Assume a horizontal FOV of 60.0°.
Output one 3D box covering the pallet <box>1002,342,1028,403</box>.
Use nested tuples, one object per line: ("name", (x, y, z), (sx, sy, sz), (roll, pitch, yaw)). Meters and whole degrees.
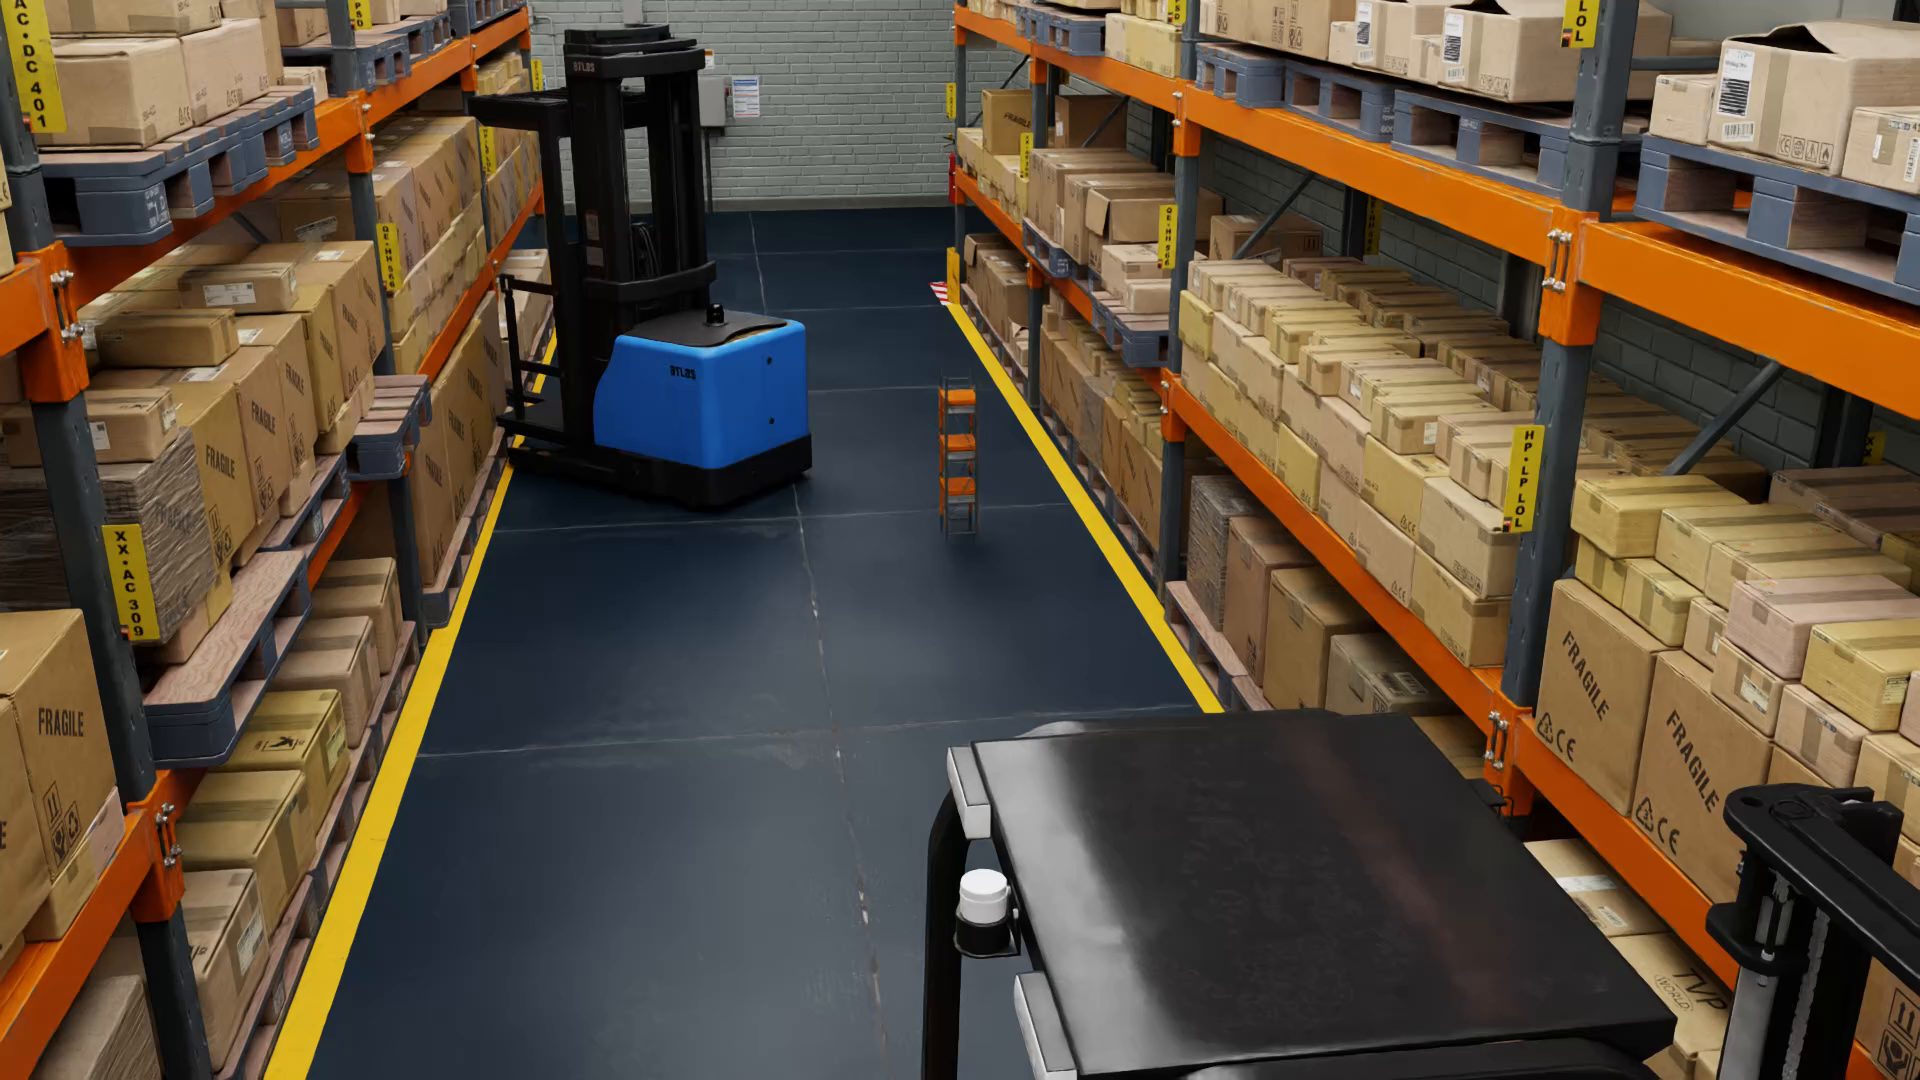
("pallet", (0.934, -1.404, 13.673), (1.003, 0.211, 1.213), (-3, 21, -8))

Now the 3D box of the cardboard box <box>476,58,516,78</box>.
("cardboard box", (-4.030, -4.050, 14.272), (0.380, 0.149, 0.250), (-2, 21, -7))

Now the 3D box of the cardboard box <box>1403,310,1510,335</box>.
("cardboard box", (2.165, -0.900, 7.269), (0.380, 0.149, 0.250), (-3, 21, -9))

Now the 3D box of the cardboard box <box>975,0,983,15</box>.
("cardboard box", (0.334, -4.662, 14.483), (0.380, 0.149, 0.250), (-3, 21, -8))

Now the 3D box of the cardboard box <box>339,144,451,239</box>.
("cardboard box", (-3.342, -2.060, 9.873), (0.500, 0.500, 0.500), (-3, 21, -7))

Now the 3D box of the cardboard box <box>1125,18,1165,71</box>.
("cardboard box", (1.221, -2.762, 9.251), (0.500, 0.250, 0.500), (-3, 21, -8))

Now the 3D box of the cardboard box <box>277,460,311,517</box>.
("cardboard box", (-2.654, -0.190, 6.196), (0.380, 0.149, 0.250), (-2, 21, -6))

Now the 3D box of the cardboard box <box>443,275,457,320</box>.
("cardboard box", (-3.360, -1.477, 10.099), (0.500, 0.250, 0.500), (-3, 21, -8))

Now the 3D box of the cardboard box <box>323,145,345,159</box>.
("cardboard box", (-3.849, -2.042, 9.824), (0.500, 0.500, 0.500), (-3, 21, -9))

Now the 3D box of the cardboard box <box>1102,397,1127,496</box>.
("cardboard box", (1.195, -0.604, 10.518), (0.500, 0.500, 0.500), (-2, 21, -5))

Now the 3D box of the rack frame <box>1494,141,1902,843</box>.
("rack frame", (2.185, 0.297, 5.133), (1.000, 3.000, 0.127), (-3, 21, -8))

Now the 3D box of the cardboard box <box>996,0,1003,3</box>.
("cardboard box", (0.567, -4.458, 13.368), (0.500, 0.250, 0.500), (-2, 21, -7))

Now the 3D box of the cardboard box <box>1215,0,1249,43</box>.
("cardboard box", (1.472, -2.520, 7.503), (0.500, 0.500, 0.500), (-3, 21, -7))

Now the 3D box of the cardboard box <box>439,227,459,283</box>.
("cardboard box", (-3.325, -1.716, 10.024), (0.500, 0.250, 0.500), (-3, 21, -7))

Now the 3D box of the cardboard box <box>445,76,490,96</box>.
("cardboard box", (-3.775, -3.426, 12.602), (0.380, 0.149, 0.250), (-3, 21, -8))

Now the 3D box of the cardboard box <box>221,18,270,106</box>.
("cardboard box", (-2.582, -1.554, 5.416), (0.500, 0.250, 0.500), (-3, 21, -8))

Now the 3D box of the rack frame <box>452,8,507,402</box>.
("rack frame", (-3.879, -2.221, 11.875), (1.000, 3.000, 0.127), (-3, 21, -8))

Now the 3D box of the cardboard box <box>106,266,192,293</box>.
("cardboard box", (-3.385, -0.871, 7.093), (0.500, 0.500, 0.500), (-2, 21, -5))

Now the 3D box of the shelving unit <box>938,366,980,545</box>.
("shelving unit", (-0.008, -0.510, 10.082), (0.215, 1.050, 0.252), (-3, 21, -8))

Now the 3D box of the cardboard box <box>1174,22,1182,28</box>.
("cardboard box", (1.319, -2.720, 8.568), (0.380, 0.149, 0.250), (-2, 21, -7))

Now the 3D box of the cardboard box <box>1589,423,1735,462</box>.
("cardboard box", (2.360, -0.281, 5.612), (0.380, 0.149, 0.250), (-4, 21, -10))

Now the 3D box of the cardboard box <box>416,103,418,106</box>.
("cardboard box", (-4.286, -3.062, 12.554), (0.500, 0.500, 0.500), (-3, 21, -9))

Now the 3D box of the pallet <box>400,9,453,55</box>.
("pallet", (-3.698, -3.221, 10.540), (0.805, 0.209, 1.217), (-4, 21, -10))

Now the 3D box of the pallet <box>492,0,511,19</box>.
("pallet", (-4.160, -4.290, 13.254), (1.003, 0.211, 1.213), (-3, 21, -8))

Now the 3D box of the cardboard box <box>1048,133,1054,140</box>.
("cardboard box", (0.857, -3.602, 15.362), (0.500, 0.250, 0.500), (-3, 21, -8))

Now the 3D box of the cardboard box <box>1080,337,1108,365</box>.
("cardboard box", (1.037, -1.301, 11.459), (0.380, 0.149, 0.250), (-3, 21, -8))

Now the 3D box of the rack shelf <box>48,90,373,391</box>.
("rack shelf", (-3.015, -1.212, 5.914), (1.077, 0.370, 4.000), (-3, 21, -8))

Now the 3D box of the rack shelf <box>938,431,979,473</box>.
("rack shelf", (-0.008, -0.500, 10.086), (0.215, 0.259, 0.240), (-3, 21, -8))

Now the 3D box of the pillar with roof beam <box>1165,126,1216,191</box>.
("pillar with roof beam", (-2.437, -5.352, 11.685), (9.100, 9.000, 0.400), (-3, 21, -8))

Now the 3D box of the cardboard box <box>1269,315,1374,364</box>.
("cardboard box", (1.559, -0.867, 7.179), (0.380, 0.149, 0.250), (-2, 21, -7))

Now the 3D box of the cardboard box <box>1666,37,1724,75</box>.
("cardboard box", (2.257, -1.537, 5.374), (0.380, 0.149, 0.250), (-3, 21, -8))

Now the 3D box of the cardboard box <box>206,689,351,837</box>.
("cardboard box", (-3.013, 0.913, 6.641), (0.950, 0.372, 0.625), (-2, 21, -6))

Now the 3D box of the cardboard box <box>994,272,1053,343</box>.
("cardboard box", (0.684, -2.009, 14.281), (0.700, 0.500, 0.500), (-4, 21, -10))

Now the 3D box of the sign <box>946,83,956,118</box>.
("sign", (-0.082, -4.235, 16.032), (0.100, 0.325, 0.005), (-3, 21, -8))

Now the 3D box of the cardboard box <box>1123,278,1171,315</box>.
("cardboard box", (1.134, -1.375, 9.368), (0.380, 0.149, 0.250), (-3, 21, -7))

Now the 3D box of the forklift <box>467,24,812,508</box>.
("forklift", (-2.519, -1.959, 11.272), (3.031, 2.935, 1.130), (13, 24, 31))

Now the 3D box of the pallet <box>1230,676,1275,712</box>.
("pallet", (1.861, 0.927, 7.432), (1.003, 0.211, 1.213), (-3, 21, -8))

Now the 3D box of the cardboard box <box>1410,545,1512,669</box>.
("cardboard box", (1.854, 0.206, 5.591), (0.500, 0.250, 0.500), (-2, 21, -7))

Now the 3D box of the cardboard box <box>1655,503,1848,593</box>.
("cardboard box", (2.082, 0.018, 4.386), (0.380, 0.149, 0.250), (-3, 21, -7))

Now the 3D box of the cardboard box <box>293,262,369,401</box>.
("cardboard box", (-2.877, -0.897, 7.162), (0.500, 0.500, 0.500), (-3, 21, -9))

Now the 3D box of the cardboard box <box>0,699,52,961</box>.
("cardboard box", (-2.335, 0.682, 3.535), (0.500, 0.500, 0.500), (-2, 21, -6))

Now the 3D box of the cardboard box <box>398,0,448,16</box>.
("cardboard box", (-3.545, -3.486, 10.504), (0.500, 0.311, 0.500), (-3, 21, -8))

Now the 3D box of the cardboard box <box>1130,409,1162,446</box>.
("cardboard box", (1.217, -0.668, 9.763), (0.380, 0.149, 0.250), (-4, 21, -11))

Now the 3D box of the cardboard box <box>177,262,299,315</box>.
("cardboard box", (-2.788, -0.970, 6.432), (0.380, 0.149, 0.250), (-4, 21, -10))

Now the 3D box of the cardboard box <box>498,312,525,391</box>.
("cardboard box", (-3.864, -1.440, 12.846), (0.875, 0.438, 0.875), (-3, 21, -9))

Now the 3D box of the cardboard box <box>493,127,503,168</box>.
("cardboard box", (-3.775, -3.088, 12.626), (0.500, 0.500, 0.500), (-3, 21, -8))

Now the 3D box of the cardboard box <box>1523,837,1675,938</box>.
("cardboard box", (1.944, 1.104, 4.874), (0.500, 0.250, 0.500), (-3, 21, -9))

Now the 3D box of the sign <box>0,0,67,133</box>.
("sign", (-2.190, -1.128, 3.924), (0.100, 0.325, 0.005), (-3, 21, -8))

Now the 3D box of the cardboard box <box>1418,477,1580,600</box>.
("cardboard box", (1.861, -0.024, 5.492), (0.500, 0.250, 0.500), (-3, 21, -9))

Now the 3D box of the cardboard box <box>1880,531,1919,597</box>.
("cardboard box", (2.577, 0.083, 4.213), (0.380, 0.149, 0.250), (-3, 21, -8))

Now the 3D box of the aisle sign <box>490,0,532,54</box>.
("aisle sign", (-4.160, -4.864, 15.237), (0.394, 0.787, 0.004), (-3, 21, -8))

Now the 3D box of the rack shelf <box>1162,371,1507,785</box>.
("rack shelf", (1.897, -0.058, 7.112), (1.077, 0.370, 4.000), (-3, 21, -8))

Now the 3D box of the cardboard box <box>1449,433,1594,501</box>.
("cardboard box", (1.861, -0.249, 5.525), (0.380, 0.149, 0.250), (-3, 21, -9))

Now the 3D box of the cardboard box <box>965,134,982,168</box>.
("cardboard box", (0.327, -3.581, 15.307), (0.500, 0.250, 0.500), (-3, 21, -7))

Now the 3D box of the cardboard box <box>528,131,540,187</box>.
("cardboard box", (-4.125, -3.499, 15.154), (0.500, 0.500, 0.500), (-3, 21, -7))

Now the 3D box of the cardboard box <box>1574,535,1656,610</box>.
("cardboard box", (1.971, 0.070, 4.671), (0.380, 0.149, 0.250), (-3, 21, -9))

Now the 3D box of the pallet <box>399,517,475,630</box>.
("pallet", (-3.342, 0.194, 9.396), (1.003, 0.211, 1.213), (-3, 21, -8))

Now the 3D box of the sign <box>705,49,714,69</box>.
("sign", (-3.277, -6.068, 20.995), (0.339, 0.242, 0.001), (-3, 21, -8))

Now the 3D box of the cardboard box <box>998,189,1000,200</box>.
("cardboard box", (0.531, -2.988, 14.287), (0.380, 0.149, 0.250), (-3, 21, -8))
